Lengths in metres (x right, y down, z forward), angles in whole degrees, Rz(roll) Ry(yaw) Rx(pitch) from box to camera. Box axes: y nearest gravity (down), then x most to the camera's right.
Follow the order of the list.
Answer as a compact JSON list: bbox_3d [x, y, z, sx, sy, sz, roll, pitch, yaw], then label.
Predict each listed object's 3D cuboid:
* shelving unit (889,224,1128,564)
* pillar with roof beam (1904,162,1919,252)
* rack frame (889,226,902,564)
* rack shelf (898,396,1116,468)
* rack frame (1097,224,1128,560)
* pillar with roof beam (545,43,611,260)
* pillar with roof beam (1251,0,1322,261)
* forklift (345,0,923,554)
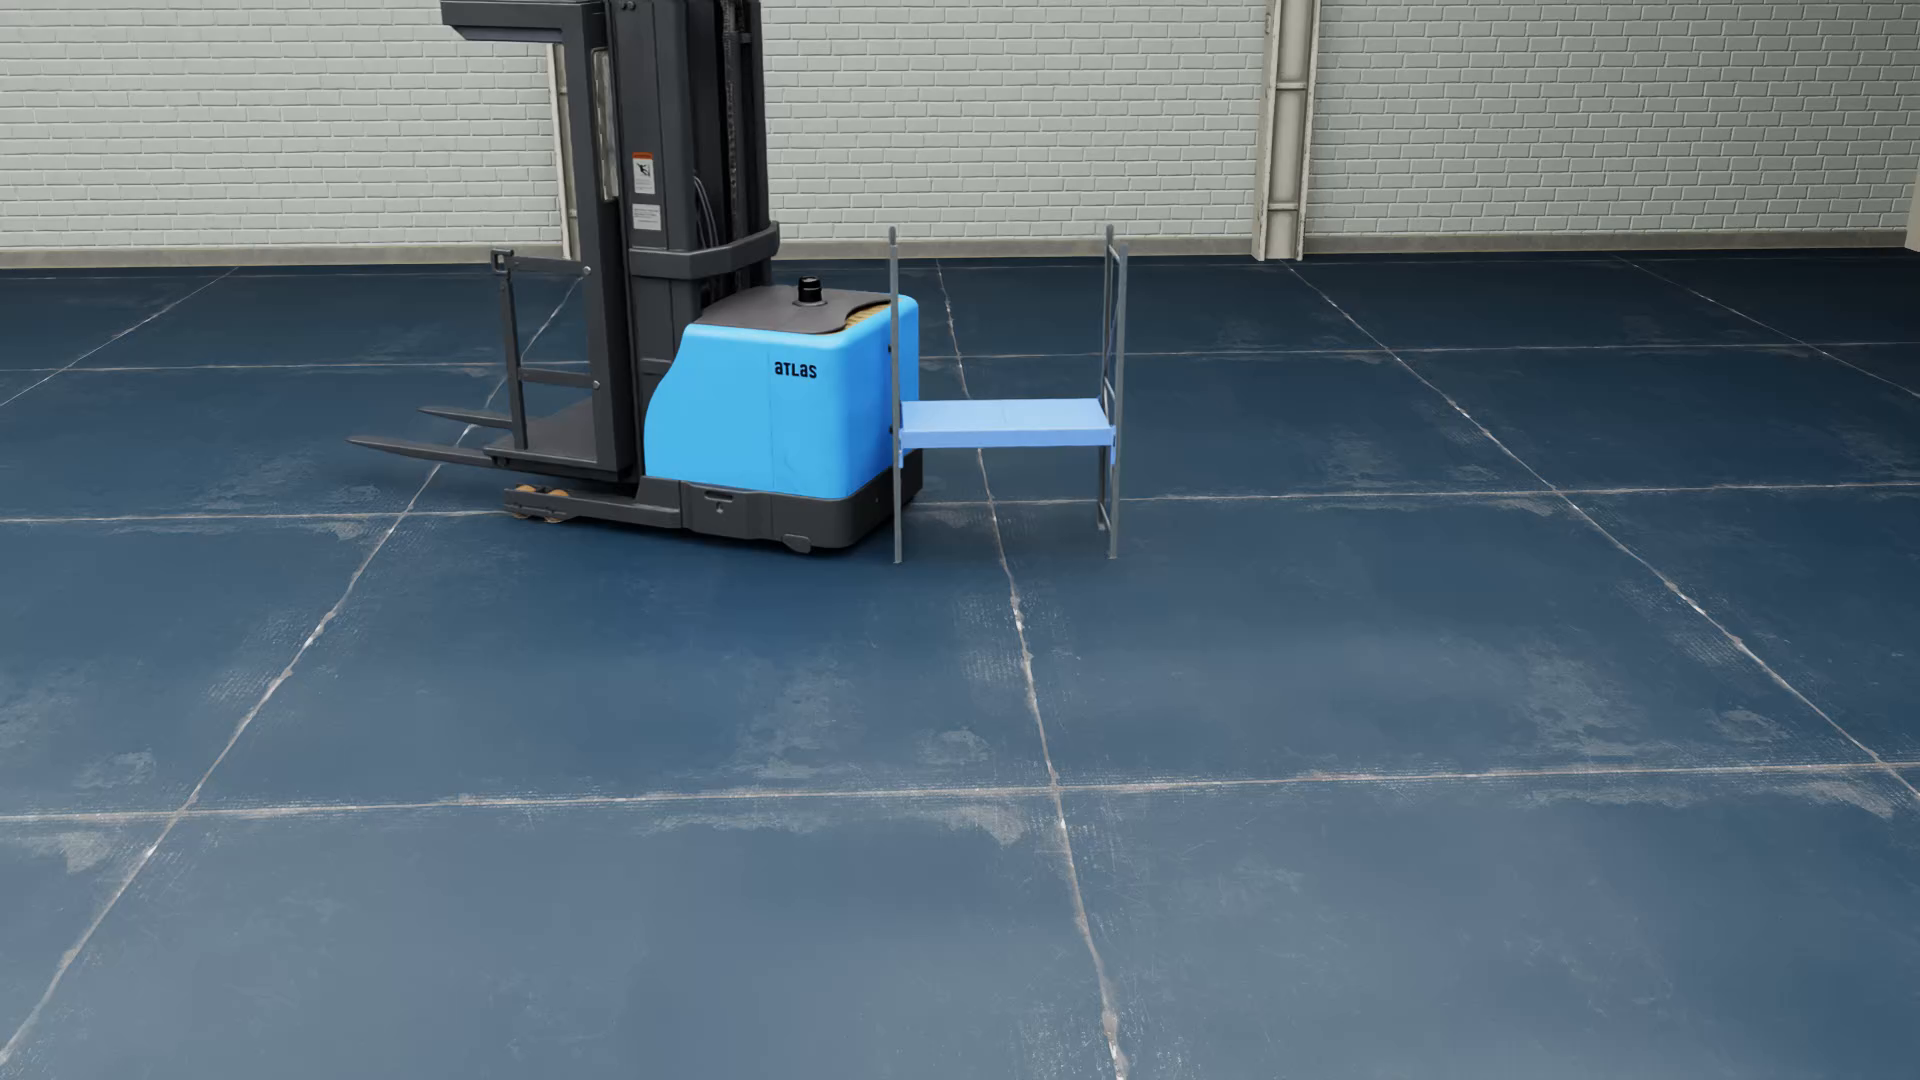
[{"bbox_3d":[0.206,-0.685,7.812,1.048,1.500,0.538,-1,21,-3],"label":"shelving unit"},{"bbox_3d":[9.032,-5.299,9.393,0.400,9.000,9.100,-1,21,-3],"label":"pillar with roof beam"},{"bbox_3d":[-0.302,-0.676,7.788,0.032,1.500,0.500,-1,21,-3],"label":"rack frame"},{"bbox_3d":[0.206,-0.517,7.876,1.000,0.185,0.538,-1,21,-3],"label":"rack shelf"},{"bbox_3d":[0.713,-0.694,7.836,0.032,1.500,0.500,-1,21,-3],"label":"rack frame"},{"bbox_3d":[-2.949,-5.055,8.752,0.400,9.000,9.100,-1,21,-3],"label":"pillar with roof beam"},{"bbox_3d":[3.042,-5.177,9.072,0.400,9.000,9.100,-1,21,-3],"label":"pillar with roof beam"},{"bbox_3d":[-1.764,-1.618,8.251,3.031,2.935,1.130,8,22,19],"label":"forklift"}]
